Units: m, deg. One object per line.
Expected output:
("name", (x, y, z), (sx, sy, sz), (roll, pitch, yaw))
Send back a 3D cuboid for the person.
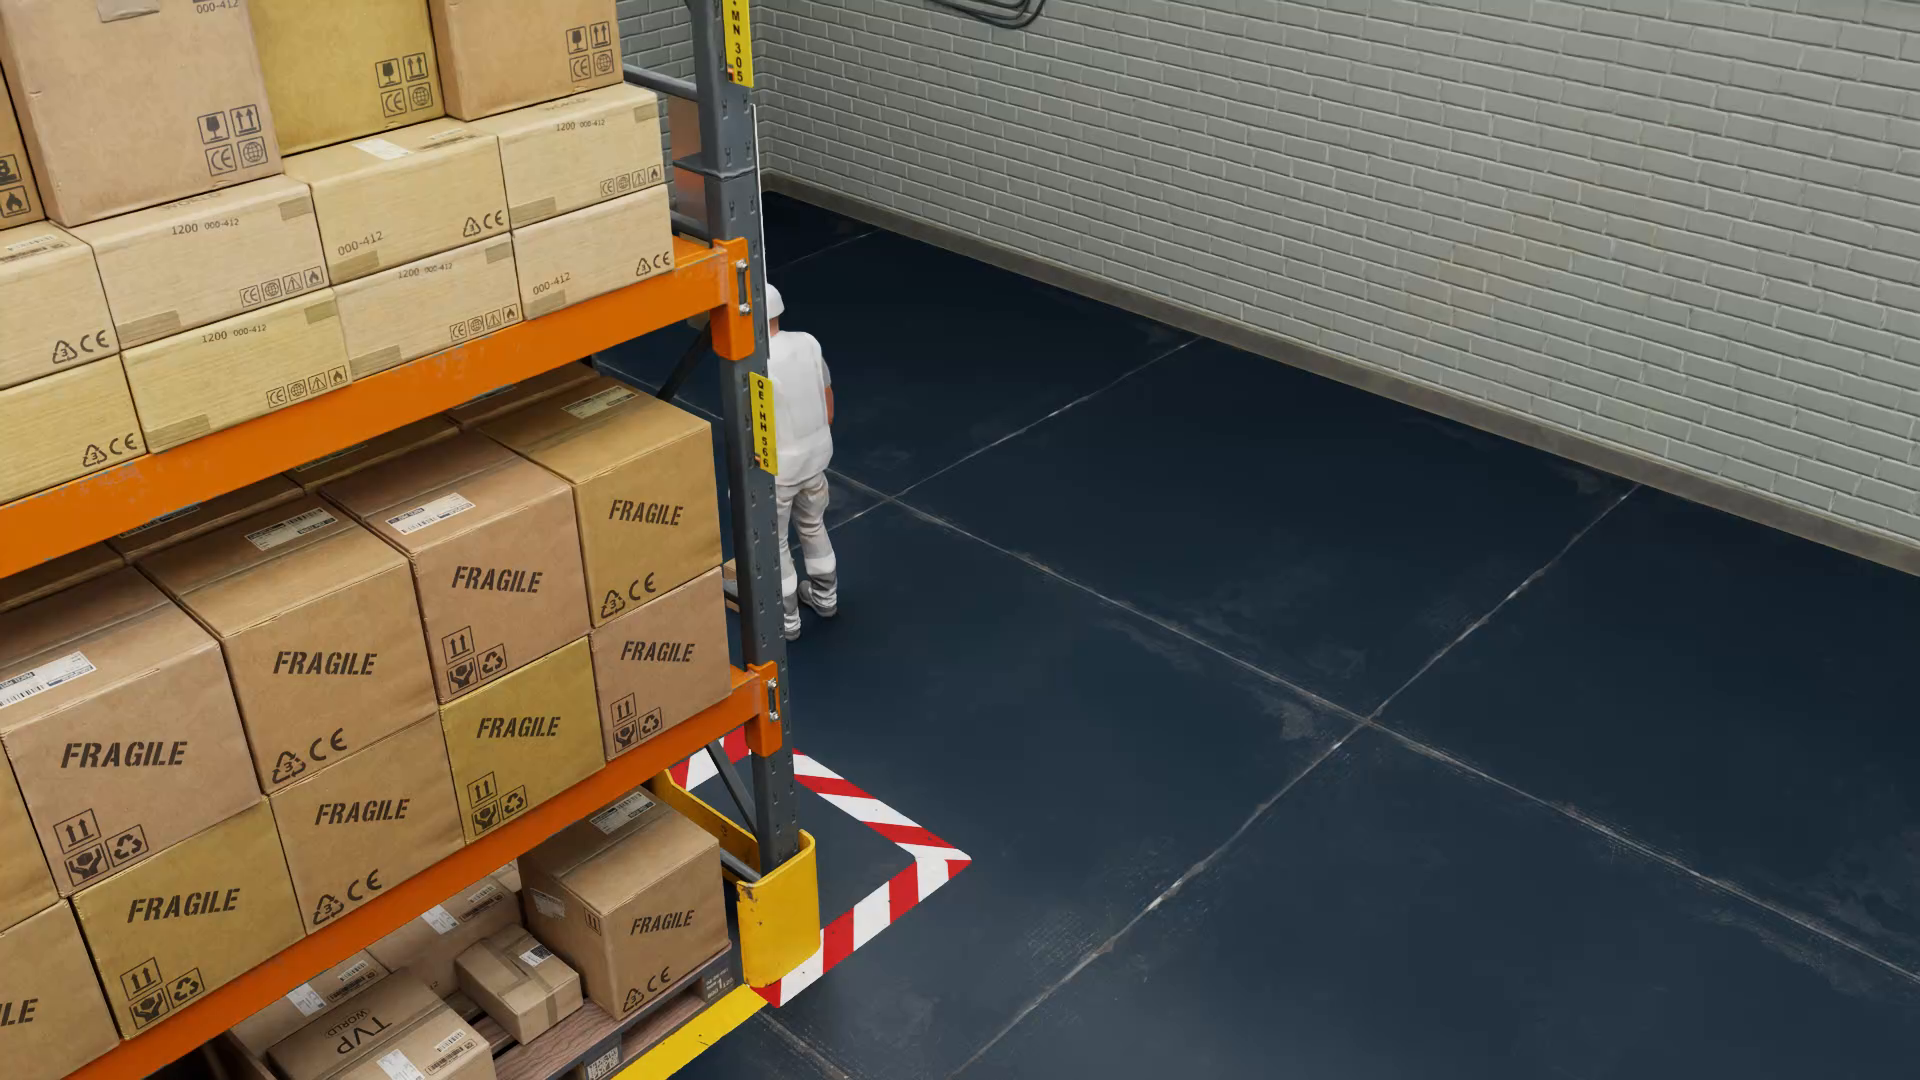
("person", (-0.828, -0.360, 7.717), (0.455, 1.779, 0.618), (24, 39, 34))
